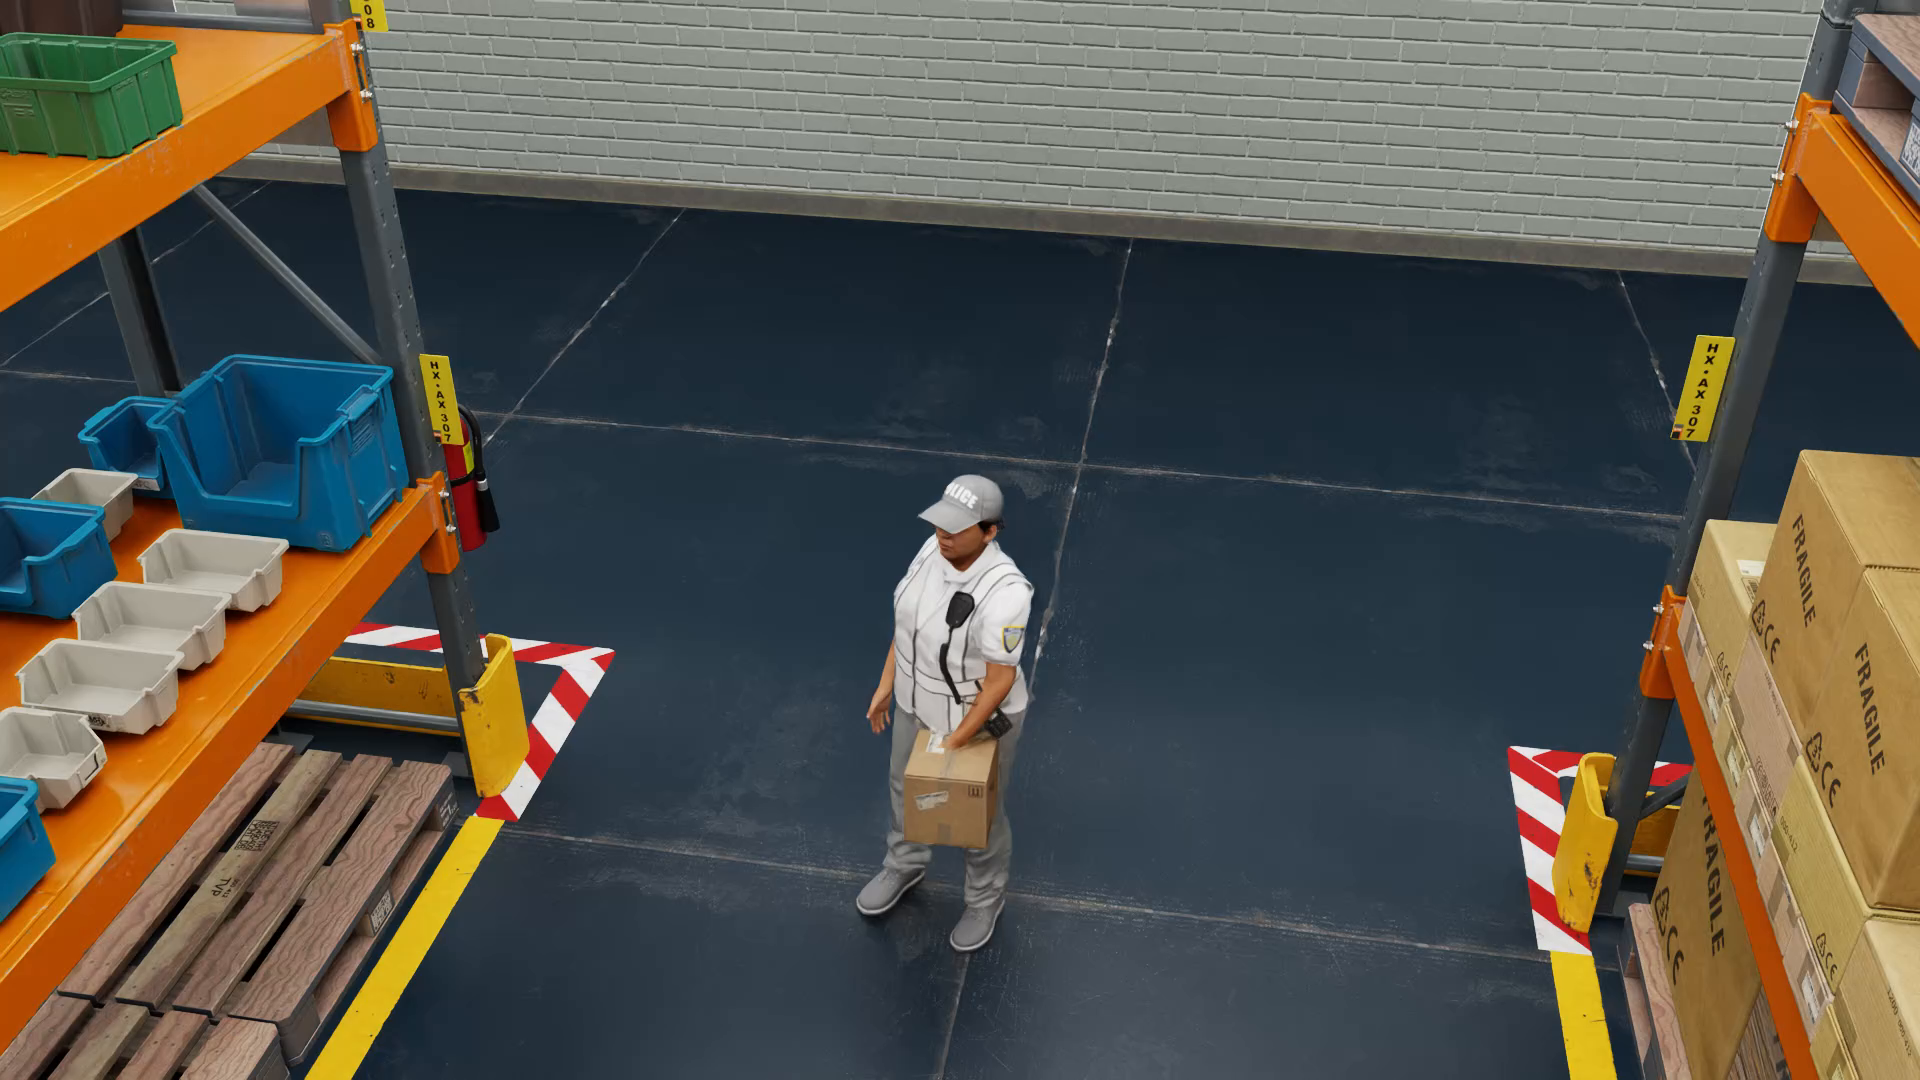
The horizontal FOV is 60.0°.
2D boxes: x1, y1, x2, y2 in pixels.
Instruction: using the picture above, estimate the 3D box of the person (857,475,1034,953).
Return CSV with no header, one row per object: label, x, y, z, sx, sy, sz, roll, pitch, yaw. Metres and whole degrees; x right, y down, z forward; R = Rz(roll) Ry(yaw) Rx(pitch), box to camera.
person,-0.046,0.557,5.239,0.501,1.673,0.496,-24,40,-32
